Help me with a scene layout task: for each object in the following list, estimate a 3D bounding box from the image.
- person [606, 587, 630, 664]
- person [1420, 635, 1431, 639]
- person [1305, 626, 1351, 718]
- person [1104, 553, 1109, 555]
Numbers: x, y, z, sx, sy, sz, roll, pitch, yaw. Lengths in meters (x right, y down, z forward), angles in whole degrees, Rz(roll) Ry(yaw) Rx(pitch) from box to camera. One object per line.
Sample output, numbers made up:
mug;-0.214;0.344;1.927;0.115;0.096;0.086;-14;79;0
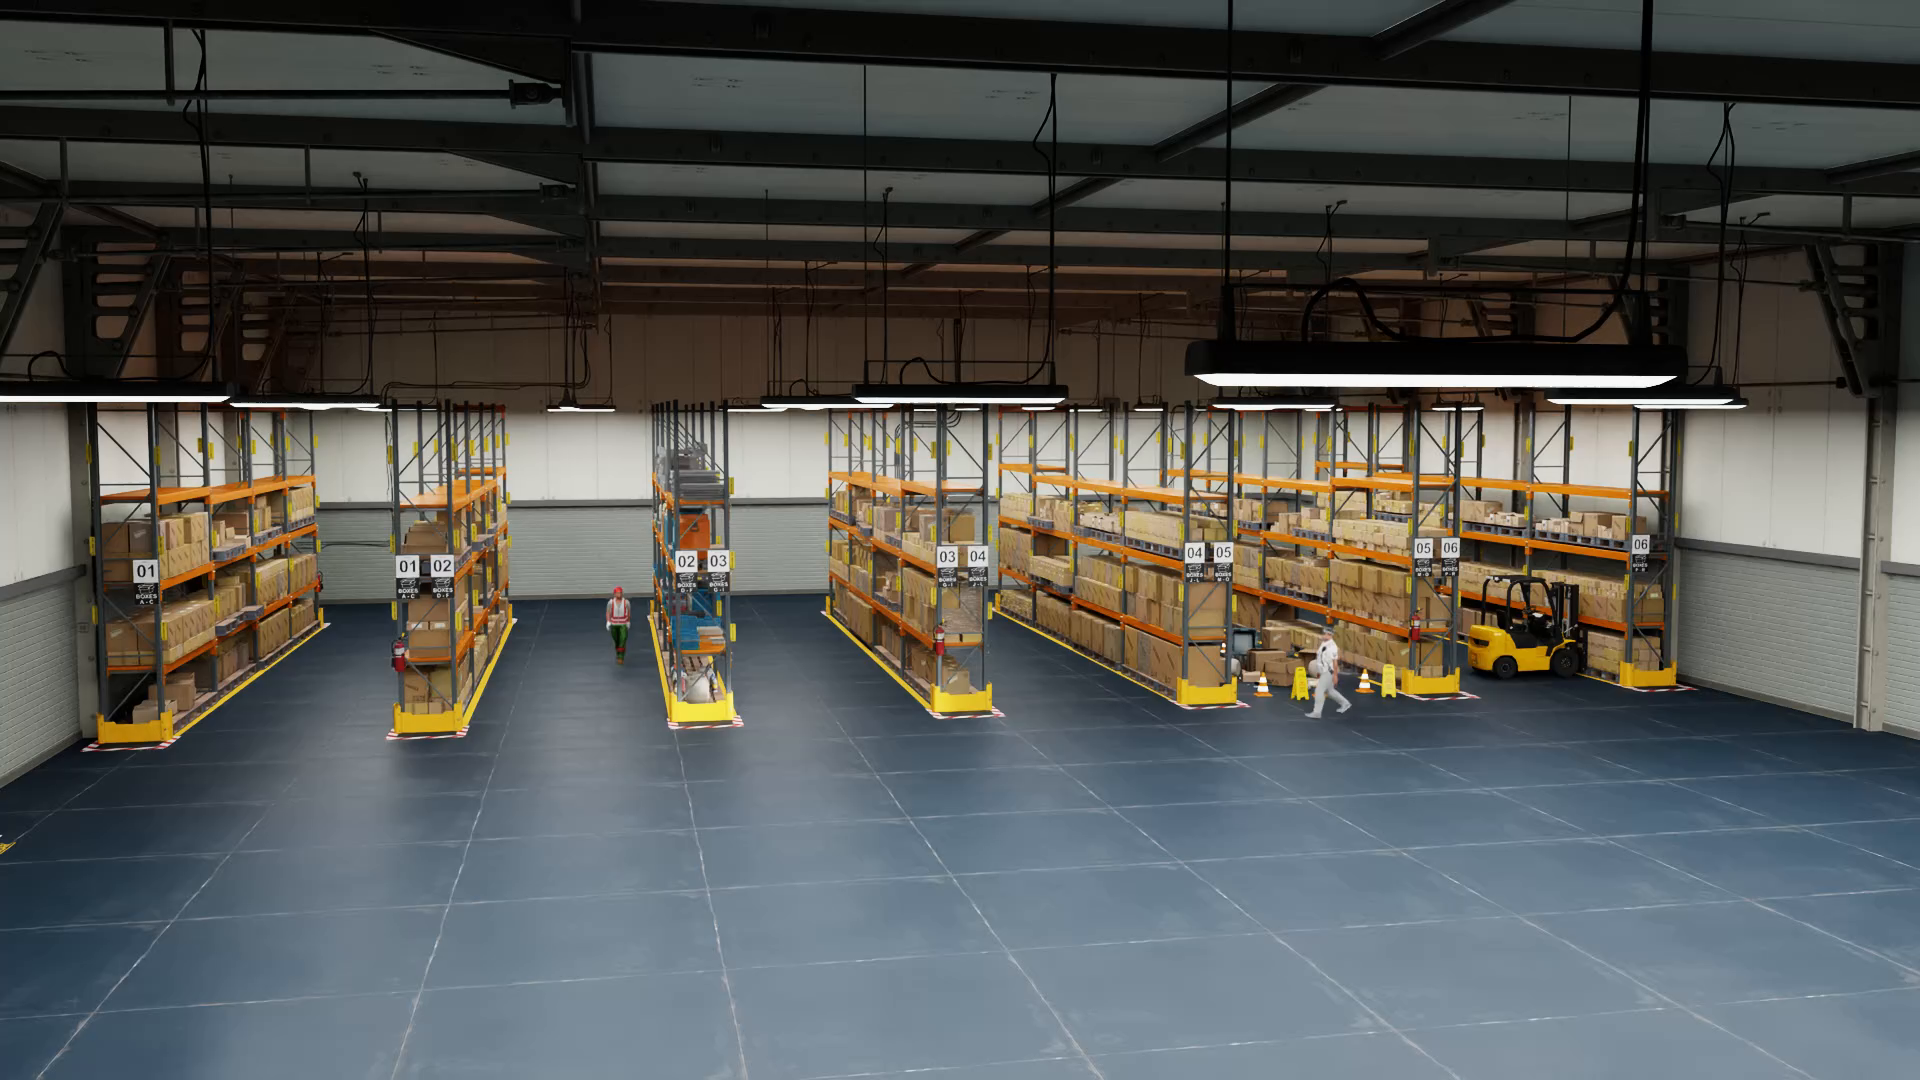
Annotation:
person;-7.890;1.942;38.335;0.523;1.725;1.041;0;4;-3
person;10.730;1.983;38.403;0.567;1.745;0.389;-3;5;-36
person;6.968;2.484;31.384;1.019;1.726;0.538;-1;4;-11
person;4.255;1.320;48.507;1.224;1.507;0.545;2;5;22
